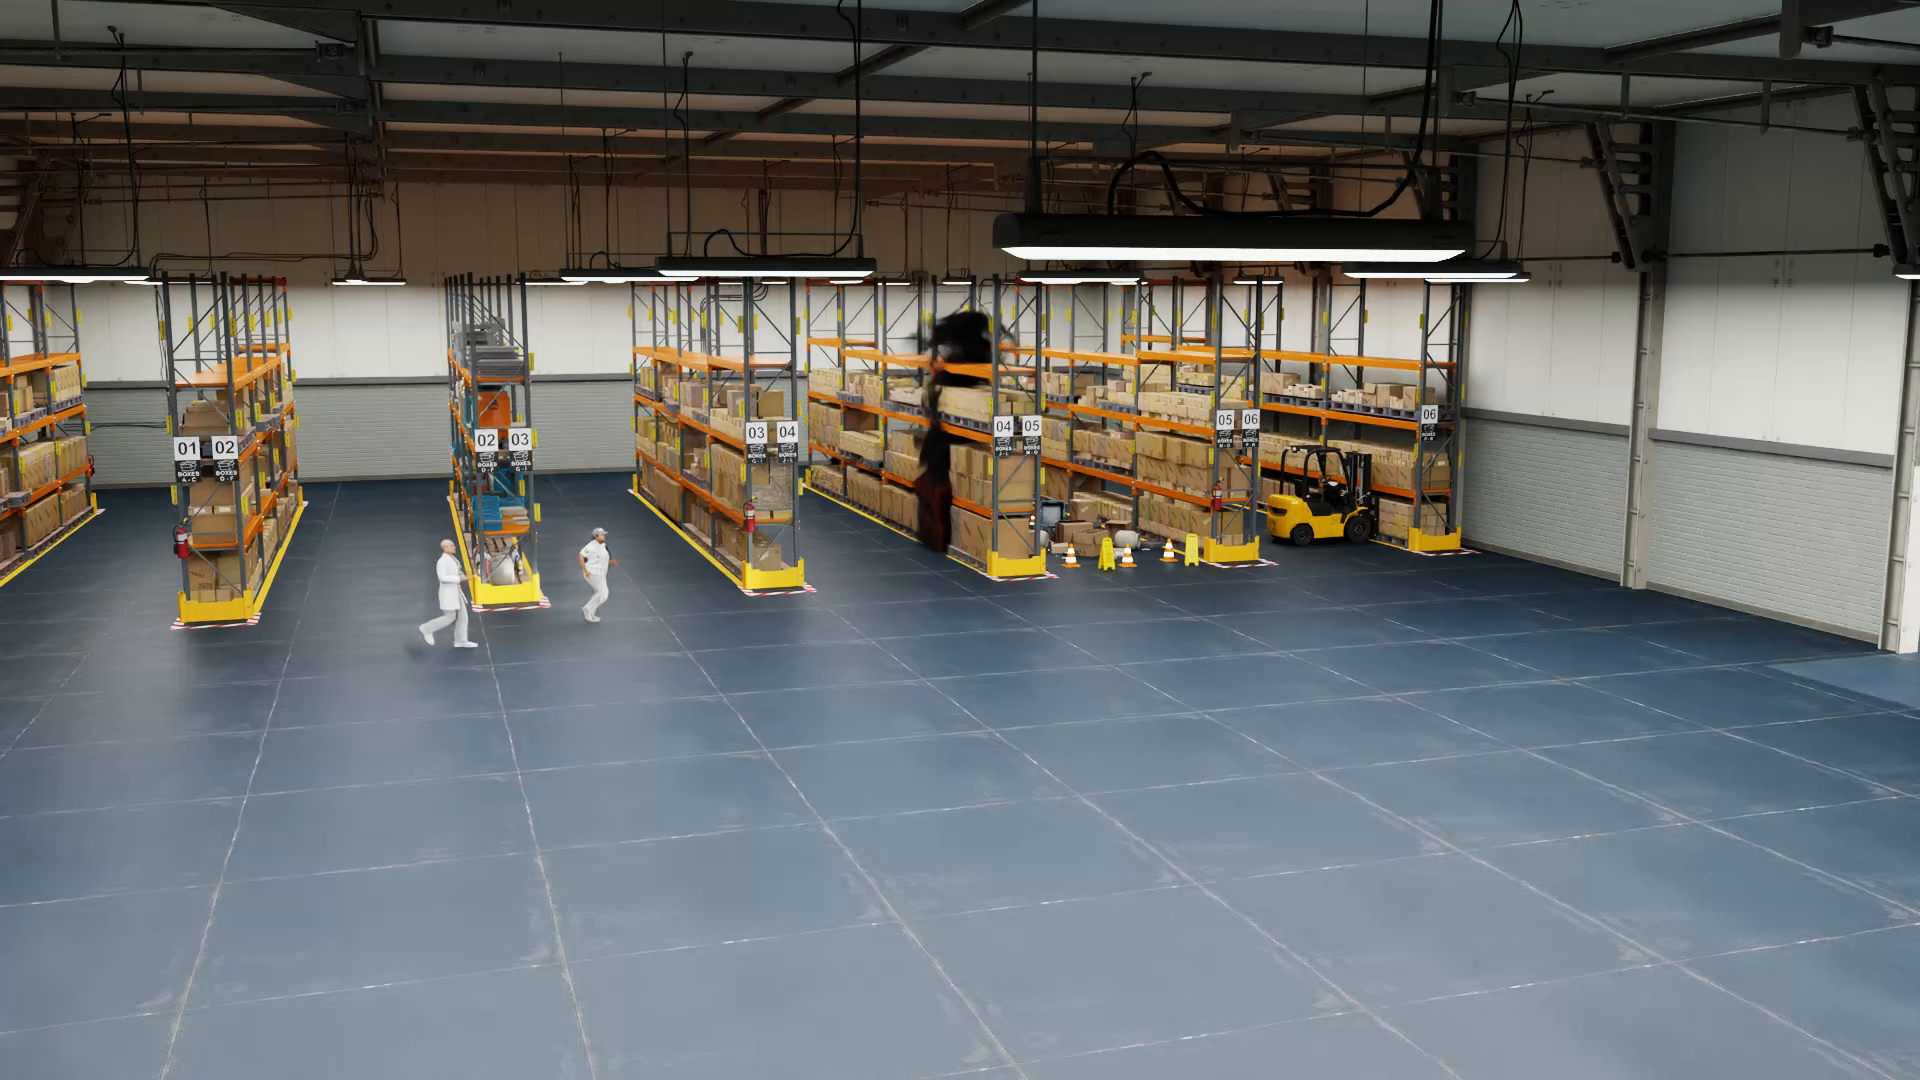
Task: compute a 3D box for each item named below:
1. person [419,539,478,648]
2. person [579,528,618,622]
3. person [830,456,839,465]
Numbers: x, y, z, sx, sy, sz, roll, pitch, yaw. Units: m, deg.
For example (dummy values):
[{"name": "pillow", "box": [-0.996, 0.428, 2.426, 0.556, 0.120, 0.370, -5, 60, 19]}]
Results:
[{"name": "person", "box": [-8.177, 0.859, 26.519, 0.901, 1.753, 0.716, 0, 9, 1]}, {"name": "person", "box": [-6.229, 0.601, 28.686, 0.636, 1.636, 0.605, 2, 9, 12]}, {"name": "person", "box": [-3.695, -2.560, 49.772, 0.649, 1.680, 0.642, 3, 9, 16]}]
